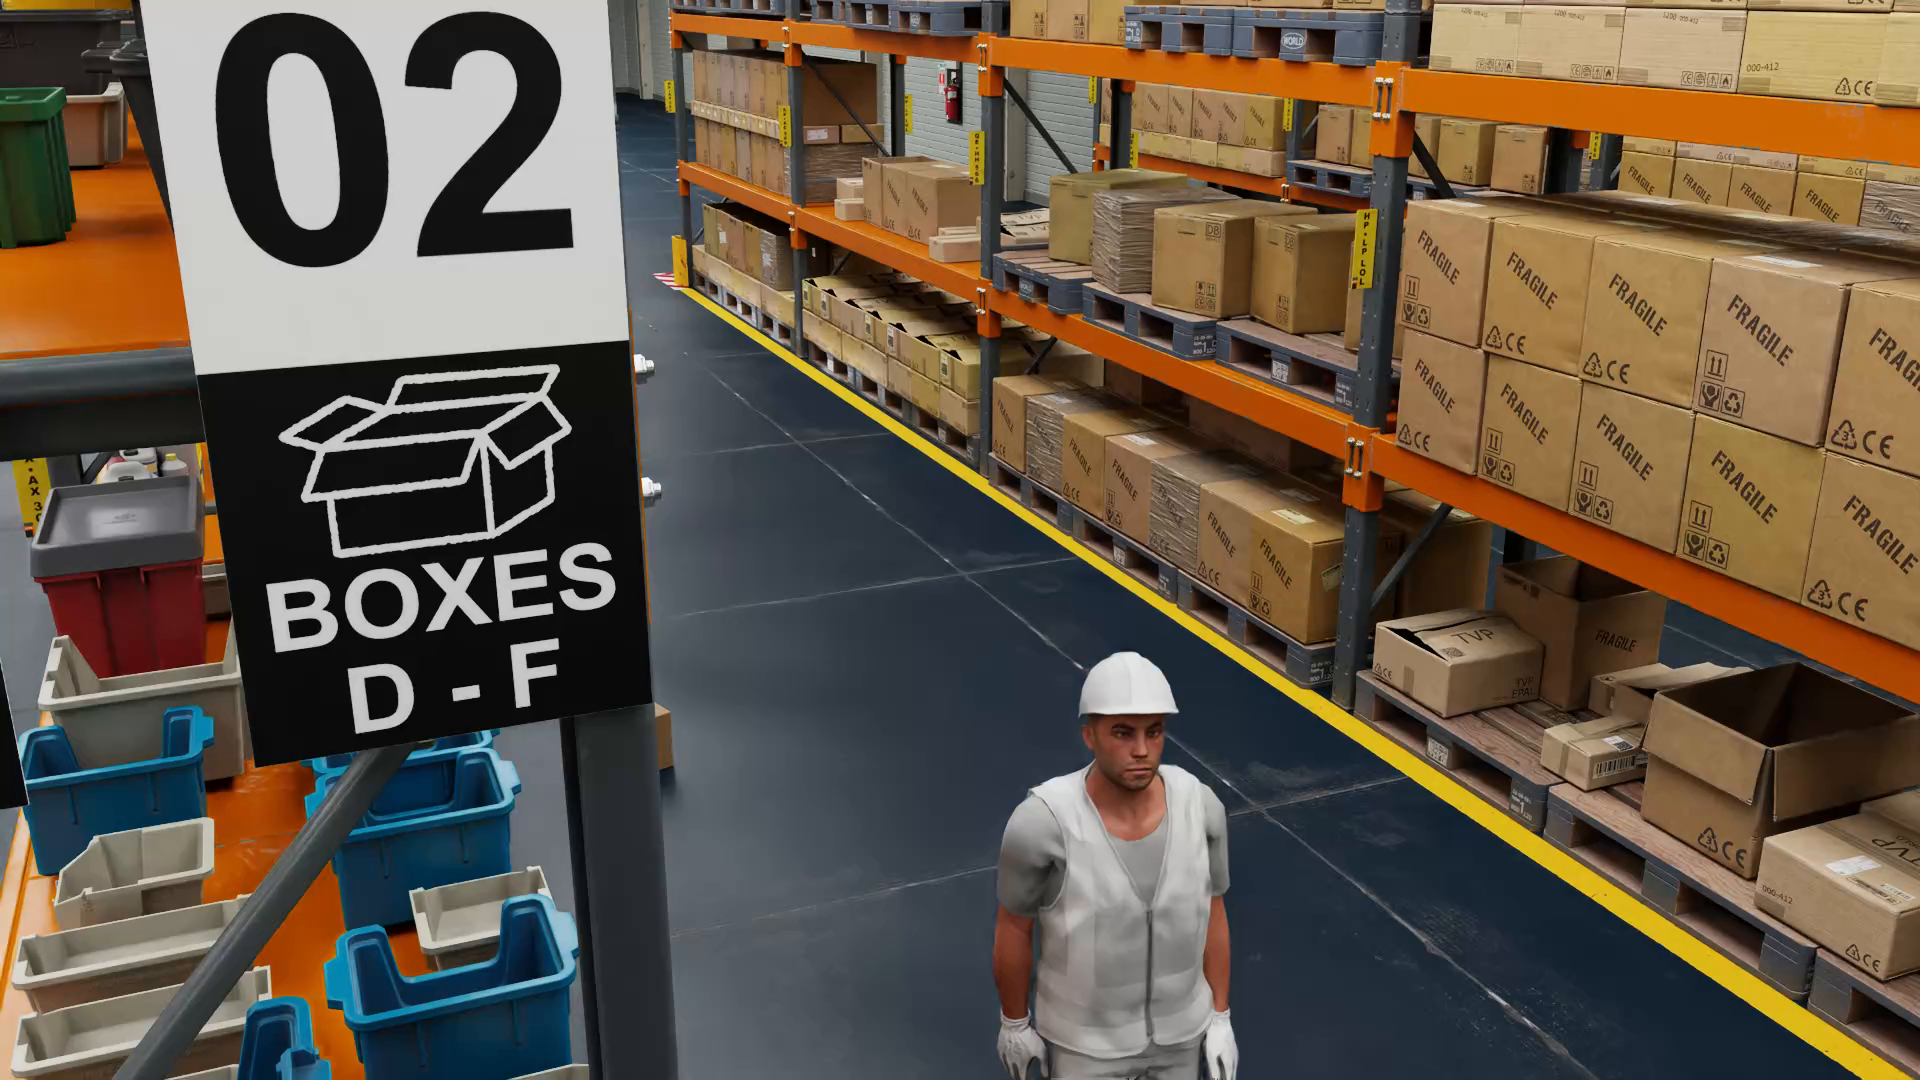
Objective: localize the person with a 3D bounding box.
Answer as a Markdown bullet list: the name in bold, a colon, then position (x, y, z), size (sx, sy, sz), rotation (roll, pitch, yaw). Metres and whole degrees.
- **person**: position (0.361, 1.100, 3.696), size (0.526, 1.780, 0.481), rotation (-7, 20, -19)
